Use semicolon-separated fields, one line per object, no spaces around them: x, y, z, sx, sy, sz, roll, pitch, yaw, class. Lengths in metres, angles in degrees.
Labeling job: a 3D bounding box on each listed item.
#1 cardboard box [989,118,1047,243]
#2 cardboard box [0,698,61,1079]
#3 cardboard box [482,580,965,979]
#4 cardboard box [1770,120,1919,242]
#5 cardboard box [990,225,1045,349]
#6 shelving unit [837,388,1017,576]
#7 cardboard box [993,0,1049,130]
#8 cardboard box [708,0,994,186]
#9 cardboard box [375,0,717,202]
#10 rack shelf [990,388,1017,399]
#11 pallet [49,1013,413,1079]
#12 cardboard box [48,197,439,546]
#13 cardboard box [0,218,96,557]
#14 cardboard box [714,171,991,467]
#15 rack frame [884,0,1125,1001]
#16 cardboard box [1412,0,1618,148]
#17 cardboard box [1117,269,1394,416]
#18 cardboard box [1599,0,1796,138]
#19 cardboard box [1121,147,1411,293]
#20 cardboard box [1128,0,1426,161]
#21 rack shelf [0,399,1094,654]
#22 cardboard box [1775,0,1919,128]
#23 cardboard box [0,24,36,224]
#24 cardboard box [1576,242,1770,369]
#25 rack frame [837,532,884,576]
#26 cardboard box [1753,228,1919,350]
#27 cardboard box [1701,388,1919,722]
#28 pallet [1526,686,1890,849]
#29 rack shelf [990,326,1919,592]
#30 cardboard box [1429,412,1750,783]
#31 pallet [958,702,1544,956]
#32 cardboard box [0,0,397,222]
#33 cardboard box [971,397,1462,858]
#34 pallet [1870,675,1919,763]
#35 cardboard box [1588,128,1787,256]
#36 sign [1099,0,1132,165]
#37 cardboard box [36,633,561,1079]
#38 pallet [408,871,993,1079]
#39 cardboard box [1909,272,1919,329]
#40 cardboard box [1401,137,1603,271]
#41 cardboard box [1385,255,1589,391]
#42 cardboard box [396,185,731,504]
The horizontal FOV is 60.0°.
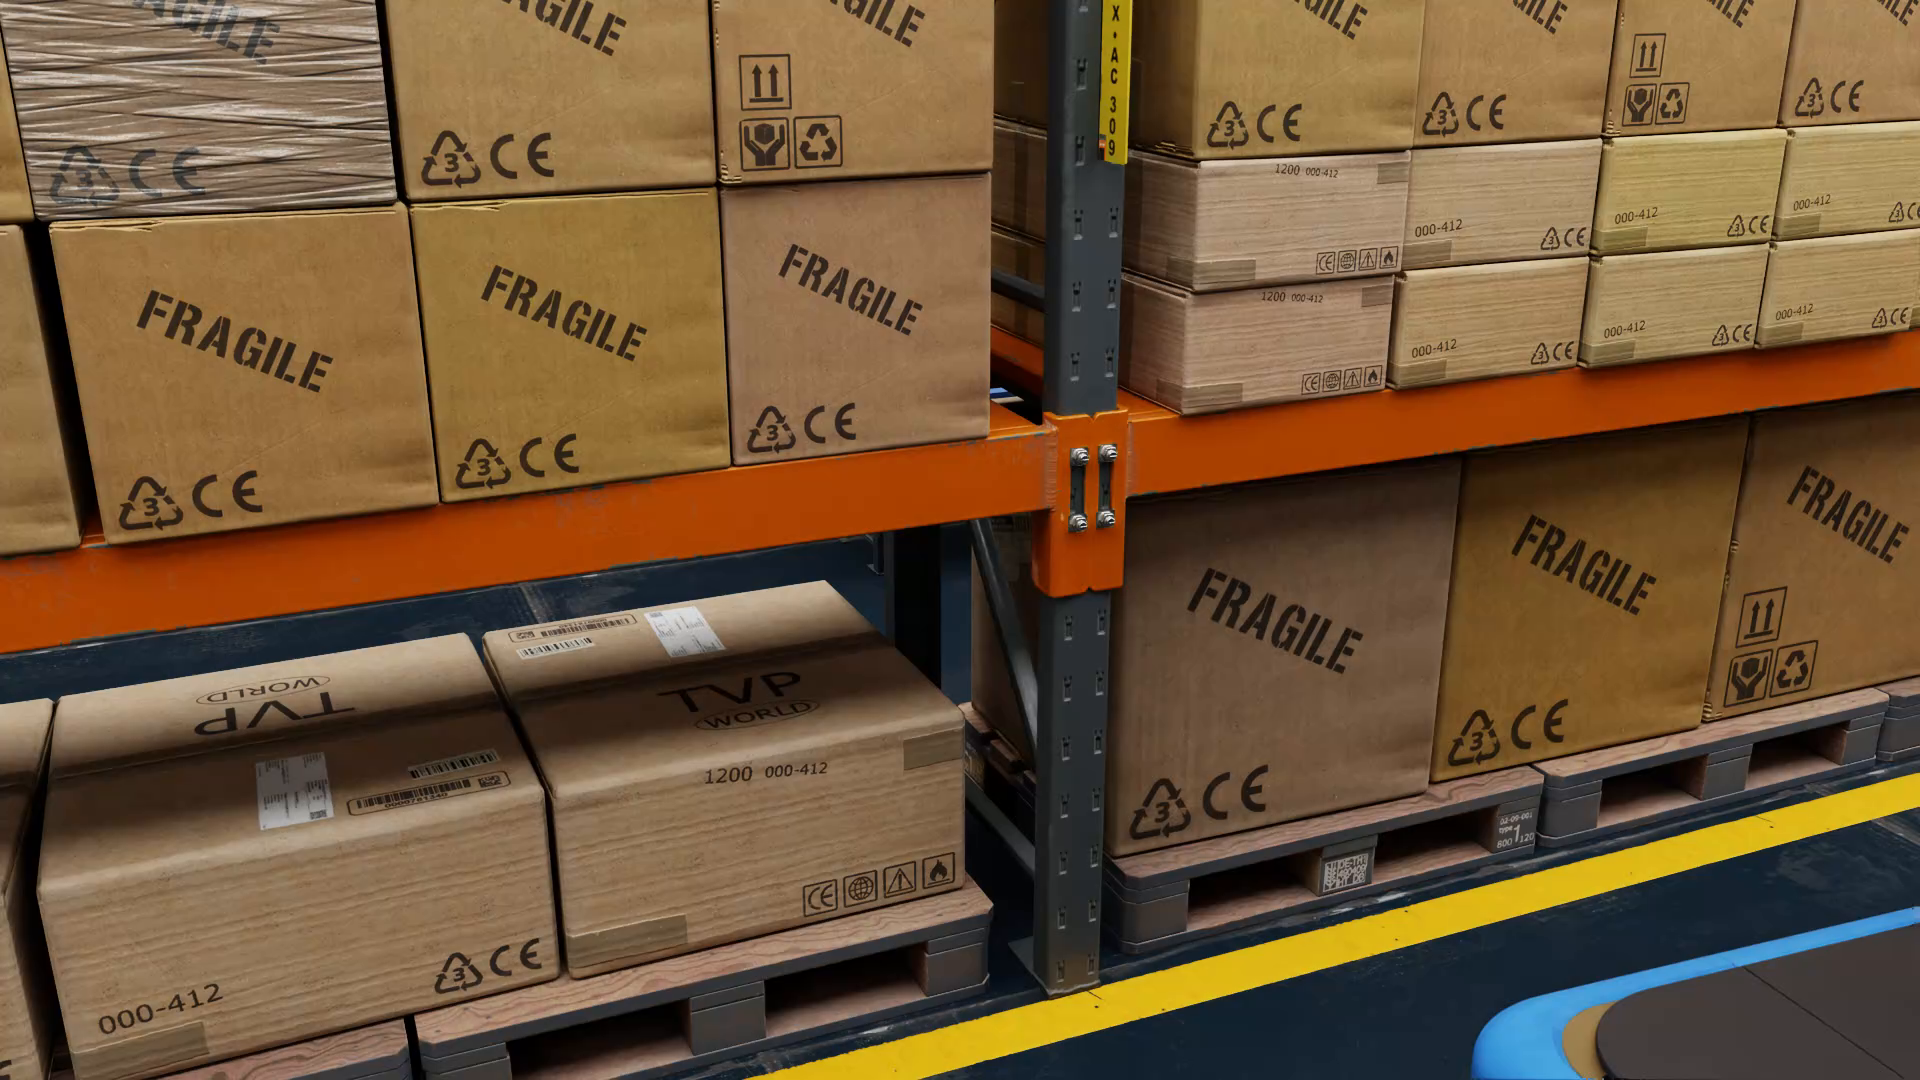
0.365;-0.861;3.925;0.500;0.250;0.500;-8;21;-22;cardboard box
-2.213;0.732;3.152;0.875;0.438;0.875;-8;21;-20;cardboard box
-0.563;0.496;3.822;0.875;0.438;0.875;-8;21;-23;cardboard box
1.977;-0.904;4.045;0.500;0.250;0.500;-9;21;-24;cardboard box
0.368;-0.629;4.019;0.500;0.250;0.500;-9;21;-23;cardboard box
0.078;-0.719;6.305;1.048;1.500;0.538;-8;21;-22;shelving unit
0.367;-1.218;3.810;0.500;0.500;0.500;-7;21;-20;cardboard box
-0.267;-0.937;3.010;0.500;0.500;0.500;-8;21;-22;cardboard box
-0.737;-0.872;2.827;0.500;0.500;0.500;-8;21;-23;cardboard box
0.078;-0.549;6.365;1.000;0.185;0.538;-8;21;-22;rack shelf
-1.795;0.989;3.395;1.213;0.211;1.003;-8;21;-22;pallet
-1.194;-0.332;2.799;0.500;0.500;0.500;-8;21;-23;cardboard box
-1.681;-0.268;2.617;0.500;0.500;0.500;-7;21;-20;cardboard box
-0.268;-0.472;3.197;0.500;0.500;0.500;-8;21;-21;cardboard box
0.056;-0.564;3.608;0.127;3.000;1.000;-8;21;-22;rack frame
1.030;-1.129;3.555;0.500;0.500;0.500;-8;21;-22;cardboard box
0.565;-0.471;3.569;0.500;0.250;0.500;-9;21;-23;cardboard box
1.492;-1.194;3.740;0.500;0.500;0.500;-9;21;-23;cardboard box
0.572;-0.701;3.470;0.500;0.250;0.500;-9;21;-23;cardboard box
0.574;-1.053;3.341;0.500;0.500;0.500;-8;21;-21;cardboard box
-1.780;0.038;2.980;4.000;0.370;1.077;-8;21;-22;rack shelf
1.964;-1.264;3.939;0.500;0.500;0.500;-9;21;-23;cardboard box
-1.664;-0.739;2.449;0.500;0.500;0.500;-8;21;-22;cardboard box
1.516;-0.602;3.941;0.500;0.250;0.500;-8;21;-22;cardboard box
-0.388;-0.652;6.115;0.032;1.500;0.500;-8;21;-22;rack frame
1.979;-0.665;4.120;0.500;0.250;0.500;-9;21;-23;cardboard box
2.241;-0.105;4.870;0.875;0.875;0.875;-8;21;-21;cardboard box
1.857;0.465;4.884;1.213;0.211;1.003;-8;21;-22;pallet
1.893;-0.488;4.475;4.000;0.370;1.077;-8;21;-22;rack shelf
1.420;0.013;4.536;0.875;0.875;0.875;-8;21;-20;cardboard box
0.735;0.627;4.425;1.213;0.211;1.003;-8;21;-22;pallet
-1.200;-0.803;2.629;0.500;0.500;0.500;-8;21;-21;cardboard box
0.594;0.134;4.192;0.875;0.875;0.875;-7;21;-20;cardboard box
2.975;0.306;5.336;1.213;0.211;1.003;-8;21;-22;pallet
1.514;-0.837;3.855;0.500;0.250;0.500;-8;21;-21;cardboard box
0.278;-0.841;2.971;0.005;0.325;0.100;-8;21;-22;sign
-1.384;0.614;3.487;0.875;0.438;0.875;-9;21;-24;cardboard box
-0.673;0.827;3.855;1.213;0.211;1.003;-8;21;-22;pallet
2.436;-0.741;4.335;0.500;0.250;0.500;-8;21;-22;cardboard box
1.040;-0.778;3.689;0.500;0.250;0.500;-8;21;-21;cardboard box
1.040;-0.539;3.763;0.500;0.250;0.500;-9;21;-23;cardboard box
-0.738;-0.403;3.000;0.500;0.500;0.500;-9;21;-23;cardboard box
